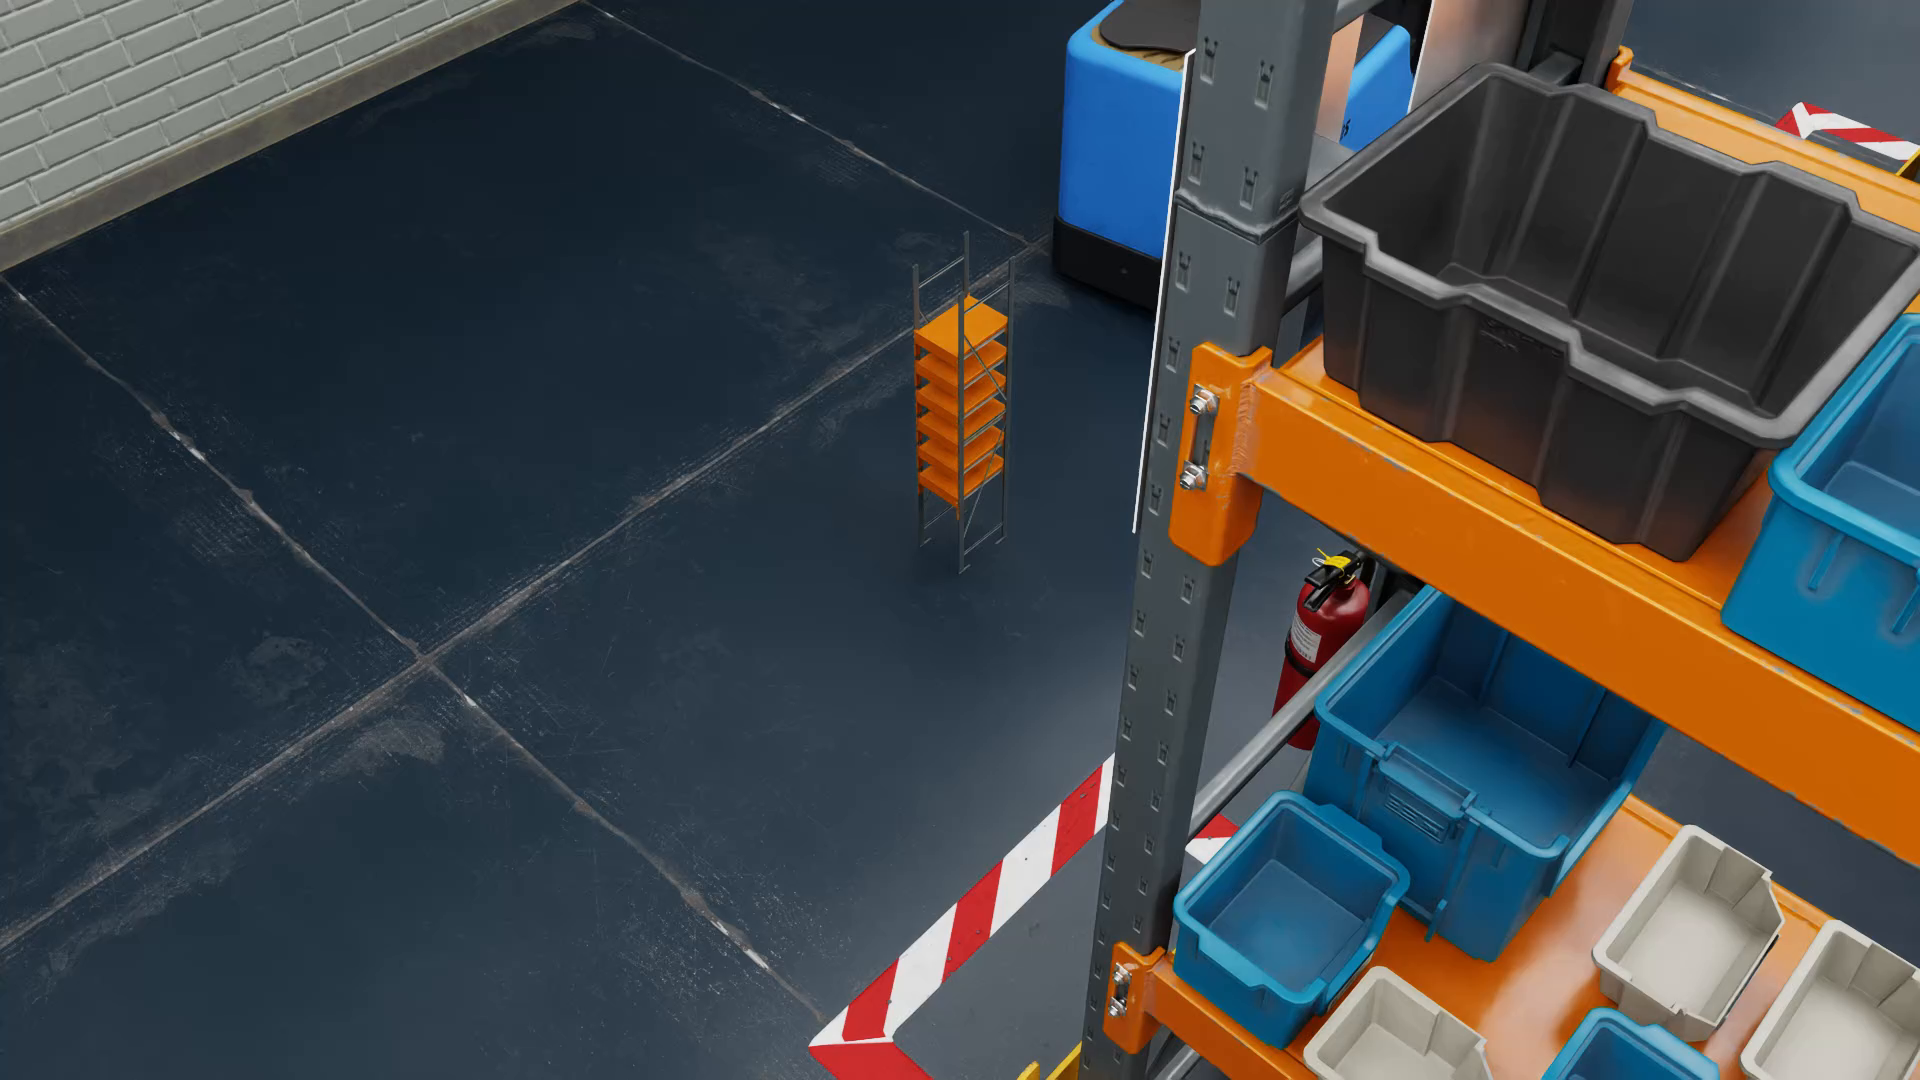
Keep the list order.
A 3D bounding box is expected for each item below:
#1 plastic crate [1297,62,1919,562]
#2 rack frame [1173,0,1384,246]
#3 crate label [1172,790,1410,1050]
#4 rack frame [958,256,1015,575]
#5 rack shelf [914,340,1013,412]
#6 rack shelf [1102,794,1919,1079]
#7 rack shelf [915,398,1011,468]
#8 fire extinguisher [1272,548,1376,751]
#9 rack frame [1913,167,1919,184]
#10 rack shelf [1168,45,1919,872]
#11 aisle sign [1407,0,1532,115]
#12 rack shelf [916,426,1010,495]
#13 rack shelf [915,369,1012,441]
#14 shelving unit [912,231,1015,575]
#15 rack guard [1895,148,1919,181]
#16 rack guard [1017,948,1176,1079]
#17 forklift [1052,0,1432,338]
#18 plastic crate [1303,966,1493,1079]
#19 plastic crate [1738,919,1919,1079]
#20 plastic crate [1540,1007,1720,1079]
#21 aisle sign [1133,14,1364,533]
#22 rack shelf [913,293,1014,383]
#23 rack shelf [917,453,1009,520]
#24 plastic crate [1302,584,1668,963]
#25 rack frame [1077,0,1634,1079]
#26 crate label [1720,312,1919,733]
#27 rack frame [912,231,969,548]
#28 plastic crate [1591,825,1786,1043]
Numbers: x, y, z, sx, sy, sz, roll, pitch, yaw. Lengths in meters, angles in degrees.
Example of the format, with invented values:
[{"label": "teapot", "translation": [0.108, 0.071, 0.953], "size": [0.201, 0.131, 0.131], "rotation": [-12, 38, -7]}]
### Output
[{"label": "plastic crate", "translation": [0.739, -0.262, 1.970], "size": [0.590, 0.269, 0.497], "rotation": [34, 55, 28]}, {"label": "rack frame", "translation": [0.645, -1.673, 1.148], "size": [0.127, 3.000, 1.000], "rotation": [34, 55, 28]}, {"label": "crate label", "translation": [0.603, 0.716, 3.094], "size": [0.303, 0.233, 0.416], "rotation": [34, 55, 28]}, {"label": "rack frame", "translation": [0.078, -0.358, 5.263], "size": [0.006, 1.200, 0.240], "rotation": [34, 55, 28]}, {"label": "rack shelf", "translation": [0.011, -0.537, 5.163], "size": [0.180, 0.103, 0.258], "rotation": [34, 55, 28]}, {"label": "rack shelf", "translation": [2.115, 1.616, 2.669], "size": [4.000, 0.370, 1.077], "rotation": [34, 55, 28]}, {"label": "rack shelf", "translation": [0.011, -0.373, 5.338], "size": [0.180, 0.103, 0.258], "rotation": [34, 55, 28]}, {"label": "fire extinguisher", "translation": [0.842, 0.217, 3.798], "size": [0.183, 0.674, 0.296], "rotation": [34, 55, 28]}, {"label": "rack frame", "translation": [4.004, -2.273, 5.826], "size": [0.127, 3.000, 1.000], "rotation": [34, 55, 28]}, {"label": "rack shelf", "translation": [2.115, 0.589, 1.575], "size": [4.000, 0.370, 1.077], "rotation": [34, 55, 28]}, {"label": "aisle sign", "translation": [0.791, -0.702, 2.568], "size": [0.004, 0.787, 0.394], "rotation": [34, 55, 28]}, {"label": "rack shelf", "translation": [0.011, -0.291, 5.426], "size": [0.180, 0.103, 0.258], "rotation": [34, 55, 28]}, {"label": "rack shelf", "translation": [0.011, -0.455, 5.251], "size": [0.180, 0.103, 0.258], "rotation": [34, 55, 28]}, {"label": "shelving unit", "translation": [0.011, -0.404, 5.306], "size": [0.189, 1.200, 0.258], "rotation": [34, 55, 28]}, {"label": "rack guard", "translation": [3.986, -1.429, 6.749], "size": [0.348, 0.500, 1.175], "rotation": [34, 55, 28]}, {"label": "rack guard", "translation": [0.618, 1.231, 4.251], "size": [0.348, 0.500, 1.175], "rotation": [34, 55, 28]}, {"label": "forklift", "translation": [1.614, -2.757, 6.328], "size": [1.130, 2.935, 3.031], "rotation": [26, 52, 23]}, {"label": "plastic crate", "translation": [0.783, 0.952, 2.939], "size": [0.298, 0.136, 0.250], "rotation": [34, 55, 28]}, {"label": "plastic crate", "translation": [1.570, 0.908, 2.980], "size": [0.243, 0.136, 0.396], "rotation": [34, 55, 28]}, {"label": "plastic crate", "translation": [1.087, 1.041, 2.788], "size": [0.300, 0.233, 0.416], "rotation": [34, 55, 28]}, {"label": "aisle sign", "translation": [0.390, -0.386, 2.271], "size": [0.004, 0.787, 0.394], "rotation": [34, 55, 28]}, {"label": "rack shelf", "translation": [0.011, -0.620, 5.076], "size": [0.180, 0.103, 0.258], "rotation": [34, 55, 28]}, {"label": "rack shelf", "translation": [0.011, -0.209, 5.513], "size": [0.180, 0.103, 0.258], "rotation": [34, 55, 28]}, {"label": "plastic crate", "translation": [1.018, 0.413, 3.239], "size": [0.499, 0.435, 0.616], "rotation": [34, 55, 28]}, {"label": "rack frame", "translation": [0.645, 0.381, 3.335], "size": [0.127, 3.000, 1.000], "rotation": [34, 55, 28]}, {"label": "crate label", "translation": [1.104, 0.034, 1.705], "size": [0.502, 0.251, 0.408], "rotation": [34, 55, 28]}, {"label": "rack frame", "translation": [-0.057, -0.449, 5.348], "size": [0.006, 1.200, 0.240], "rotation": [34, 55, 28]}, {"label": "plastic crate", "translation": [1.367, 0.757, 3.122], "size": [0.243, 0.136, 0.396], "rotation": [34, 55, 28]}]
